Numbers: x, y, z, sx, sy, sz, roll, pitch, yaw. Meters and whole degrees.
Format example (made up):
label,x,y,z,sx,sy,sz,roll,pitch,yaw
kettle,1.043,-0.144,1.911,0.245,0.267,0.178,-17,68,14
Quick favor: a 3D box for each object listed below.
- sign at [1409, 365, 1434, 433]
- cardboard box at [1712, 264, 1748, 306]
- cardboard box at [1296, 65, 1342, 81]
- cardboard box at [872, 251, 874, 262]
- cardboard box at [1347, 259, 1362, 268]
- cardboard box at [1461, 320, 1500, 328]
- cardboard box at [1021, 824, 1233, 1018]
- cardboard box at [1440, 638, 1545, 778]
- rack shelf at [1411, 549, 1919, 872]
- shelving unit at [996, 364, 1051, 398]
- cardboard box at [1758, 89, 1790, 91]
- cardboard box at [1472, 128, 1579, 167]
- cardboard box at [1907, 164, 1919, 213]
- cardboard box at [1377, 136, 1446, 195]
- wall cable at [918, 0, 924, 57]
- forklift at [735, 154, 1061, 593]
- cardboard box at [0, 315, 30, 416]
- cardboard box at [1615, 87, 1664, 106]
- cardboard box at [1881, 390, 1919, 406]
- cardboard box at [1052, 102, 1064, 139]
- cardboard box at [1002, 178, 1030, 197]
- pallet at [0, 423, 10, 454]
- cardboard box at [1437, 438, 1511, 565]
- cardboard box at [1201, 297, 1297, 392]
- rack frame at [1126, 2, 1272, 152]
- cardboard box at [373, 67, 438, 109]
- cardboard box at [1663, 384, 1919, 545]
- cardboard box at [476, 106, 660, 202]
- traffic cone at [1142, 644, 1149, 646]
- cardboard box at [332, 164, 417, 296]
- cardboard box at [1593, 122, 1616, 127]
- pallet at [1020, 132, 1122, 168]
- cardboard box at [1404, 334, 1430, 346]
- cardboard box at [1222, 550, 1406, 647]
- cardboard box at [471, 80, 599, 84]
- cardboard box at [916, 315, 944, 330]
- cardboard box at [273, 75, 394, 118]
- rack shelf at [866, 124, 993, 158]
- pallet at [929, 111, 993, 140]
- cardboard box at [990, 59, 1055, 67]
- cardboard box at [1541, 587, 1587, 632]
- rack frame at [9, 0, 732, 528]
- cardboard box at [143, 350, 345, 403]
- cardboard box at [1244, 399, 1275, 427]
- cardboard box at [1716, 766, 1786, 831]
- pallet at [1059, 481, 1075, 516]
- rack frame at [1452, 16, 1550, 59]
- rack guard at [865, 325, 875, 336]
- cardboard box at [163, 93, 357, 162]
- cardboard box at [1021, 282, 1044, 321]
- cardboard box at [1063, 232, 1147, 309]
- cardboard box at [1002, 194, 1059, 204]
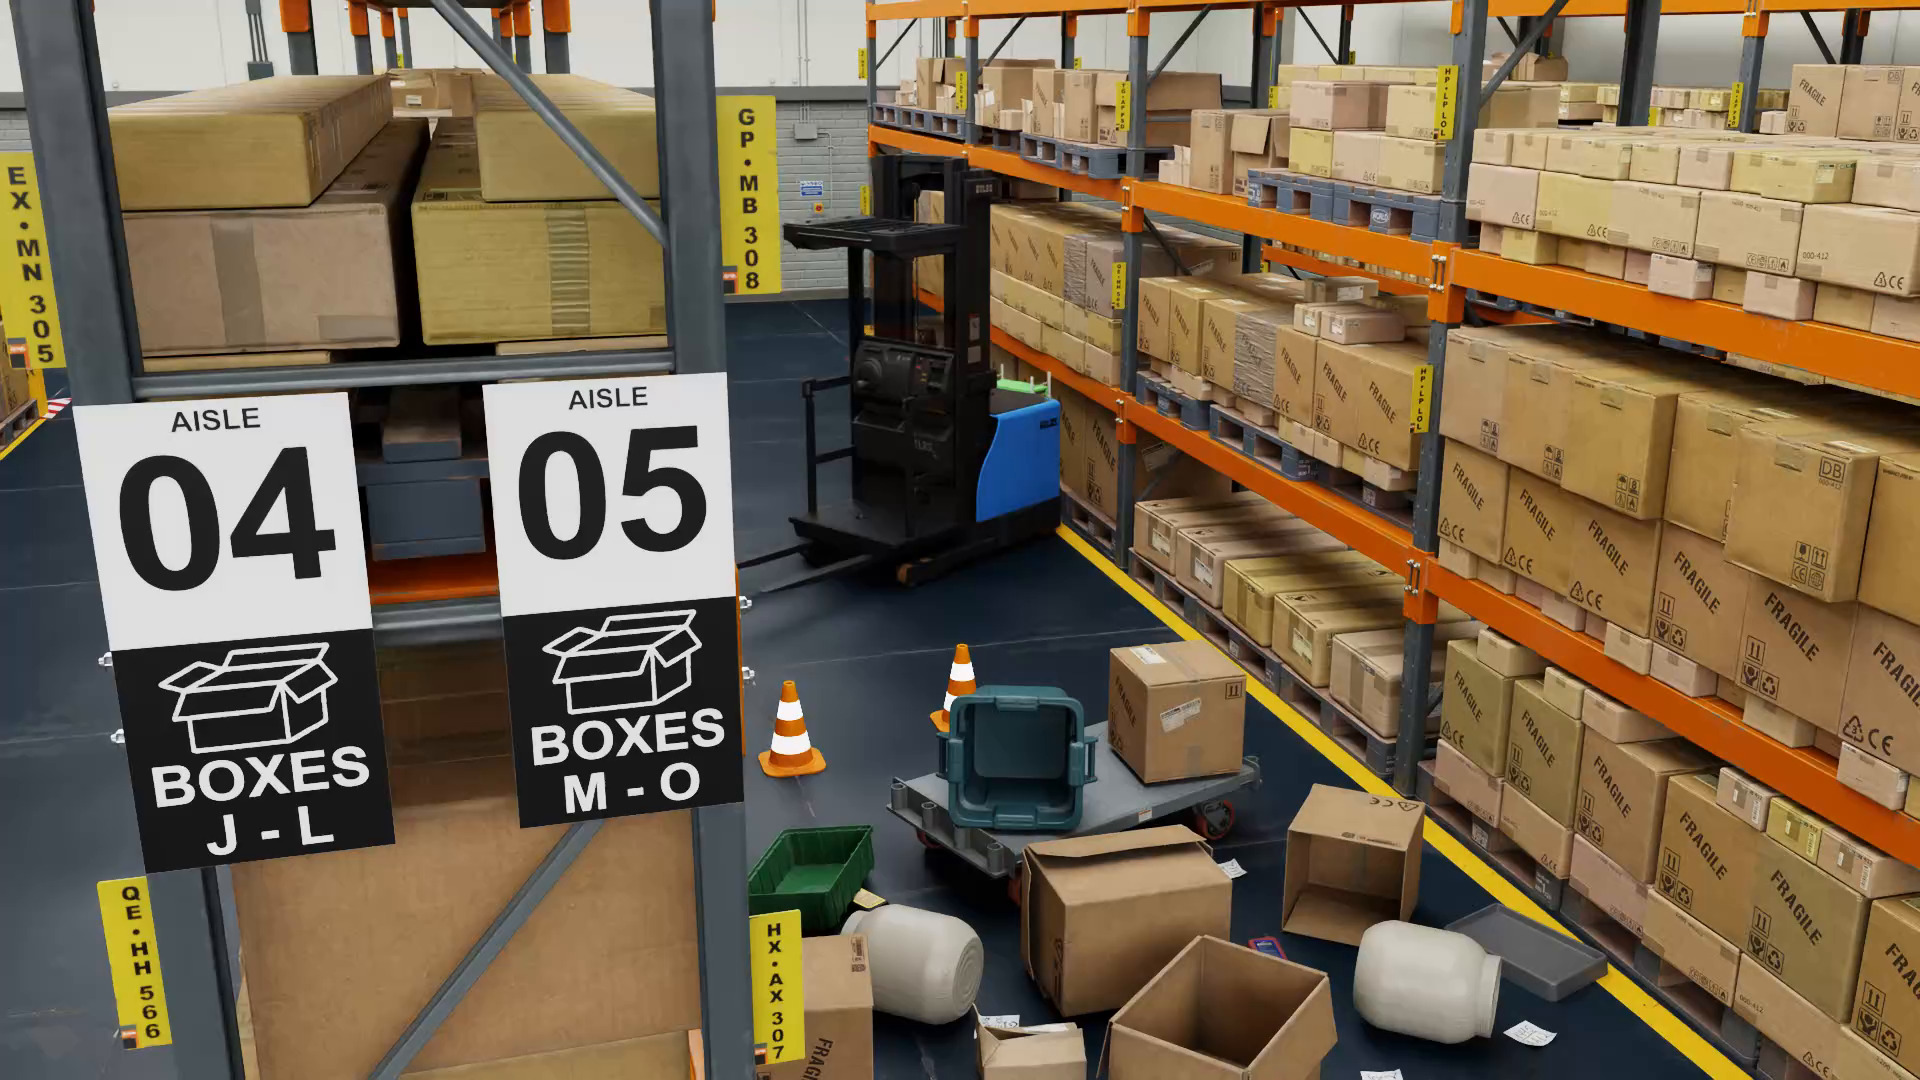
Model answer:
label,x,y,z,sx,sy,sz,roll,pitch,yaw
sign,2.211,-0.674,7.970,0.100,0.325,0.005,-5,17,-15
cardboard box,3.017,-0.948,6.116,0.380,0.149,0.250,-5,17,-15
cardboard box,4.220,-5.339,19.173,0.500,0.250,0.500,-5,17,-16
cardboard box,-0.698,-3.376,18.804,0.500,0.500,0.500,-5,17,-16
cardboard box,4.580,-3.147,18.652,0.380,0.149,0.250,-5,17,-15
cardboard box,5.218,-2.113,16.741,0.380,0.149,0.250,-5,17,-16
cardboard box,0.661,1.529,6.752,0.797,0.637,0.503,-5,17,-15
cardboard box,2.646,0.777,7.899,0.500,0.500,0.500,-4,17,-13
rack shelf,3.294,0.733,6.548,1.077,0.370,4.000,-5,17,-15
shelving unit,0.457,-0.785,13.472,0.503,1.200,0.258,14,22,39
cardboard box,6.539,-3.559,13.423,0.380,0.149,0.250,-5,17,-15
cardboard box,2.517,-1.750,7.400,0.380,0.149,0.250,-5,17,-16
cardboard box,3.264,-1.113,5.278,0.380,0.149,0.250,-5,17,-15
cardboard box,2.444,-1.881,8.315,0.500,0.250,0.500,-5,17,-16
wall cable,-1.664,-7.967,23.833,2.355,3.000,0.029,-5,17,-15
forklift,-0.554,-1.233,11.963,1.130,2.935,3.031,14,22,39
cardboard box,-9.830,-1.713,16.405,0.875,0.875,0.875,-5,17,-15
cardboard box,5.752,-3.724,13.971,0.380,0.149,0.250,-5,17,-16
cardboard box,6.726,-1.026,11.413,0.500,0.250,0.500,-4,17,-13
cardboard box,0.930,-3.198,12.673,0.396,0.266,0.258,-5,17,-17
cardboard box,0.622,-3.392,15.992,0.380,0.149,0.250,-4,17,-14
pallet,-9.456,-0.813,15.292,1.003,0.211,1.213,-5,17,-15
cardboard box,2.597,-0.211,7.750,0.500,0.500,0.500,-5,17,-15
cardboard box,1.848,-1.230,10.411,0.500,0.500,0.500,-4,17,-14
rack frame,1.645,-4.144,11.106,1.000,3.000,0.127,-5,17,-15
cardboard box,-3.603,-2.935,10.790,0.396,0.266,0.258,-5,17,-15
cardboard box,3.118,-0.274,6.221,0.700,0.500,0.500,-5,17,-16
cardboard box,-0.674,-0.704,3.013,0.380,0.149,0.250,-5,17,-15
traffic cone,1.057,0.818,9.424,0.336,0.463,0.334,-5,17,-15
cardboard box,-1.428,-0.647,3.517,0.500,0.250,0.500,-5,17,-15
cardboard box,5.765,-3.429,14.202,0.500,0.250,0.500,-5,17,-15
pallet,1.107,-3.100,13.173,1.003,0.211,1.213,-4,17,-13
cardboard box,2.753,-0.847,9.137,0.500,0.500,0.500,-5,17,-15
cardboard box,2.204,0.357,10.387,0.950,0.372,0.625,-4,17,-13
cardboard box,-1.301,-1.336,5.120,0.380,0.149,0.250,-5,17,-15
cardboard box,-0.276,-2.283,19.063,0.875,0.438,0.875,-5,18,-17
cardboard box,-2.215,-1.565,5.881,0.380,0.149,0.250,-5,17,-15
rack shelf,-0.004,-4.023,17.167,1.077,0.370,4.000,-5,17,-15
pallet,0.331,-3.999,15.990,1.003,0.211,1.213,-5,17,-15
cardboard box,0.586,-4.290,15.729,0.500,0.500,0.500,-4,17,-14
cardboard box,2.778,0.276,7.255,0.380,0.149,0.250,-4,17,-14
rack frame,-0.888,-1.512,2.344,1.000,3.000,0.127,-5,17,-15
cardboard box,-1.306,-0.269,2.954,0.380,0.149,0.250,-5,17,-15
cardboard box,1.953,-0.796,10.096,0.380,0.149,0.250,-4,17,-14
cardboard box,3.070,0.948,6.202,0.380,0.149,0.250,-4,17,-13
pallet,1.169,-0.496,14.238,1.003,0.211,1.213,-5,17,-15
rack frame,5.317,-5.644,16.100,1.000,3.000,0.127,-5,17,-15
rack guard,-0.560,-2.293,19.718,1.175,0.500,0.348,-5,17,-15
cardboard box,-1.585,-0.933,3.777,0.380,0.149,0.250,-5,17,-15
cardboard box,0.819,-1.978,13.714,0.500,0.250,0.500,-5,17,-17
cardboard box,1.102,-2.061,12.689,0.500,0.500,0.500,-4,17,-14
cardboard box,0.647,-3.055,15.997,0.500,0.500,0.500,-5,17,-15
